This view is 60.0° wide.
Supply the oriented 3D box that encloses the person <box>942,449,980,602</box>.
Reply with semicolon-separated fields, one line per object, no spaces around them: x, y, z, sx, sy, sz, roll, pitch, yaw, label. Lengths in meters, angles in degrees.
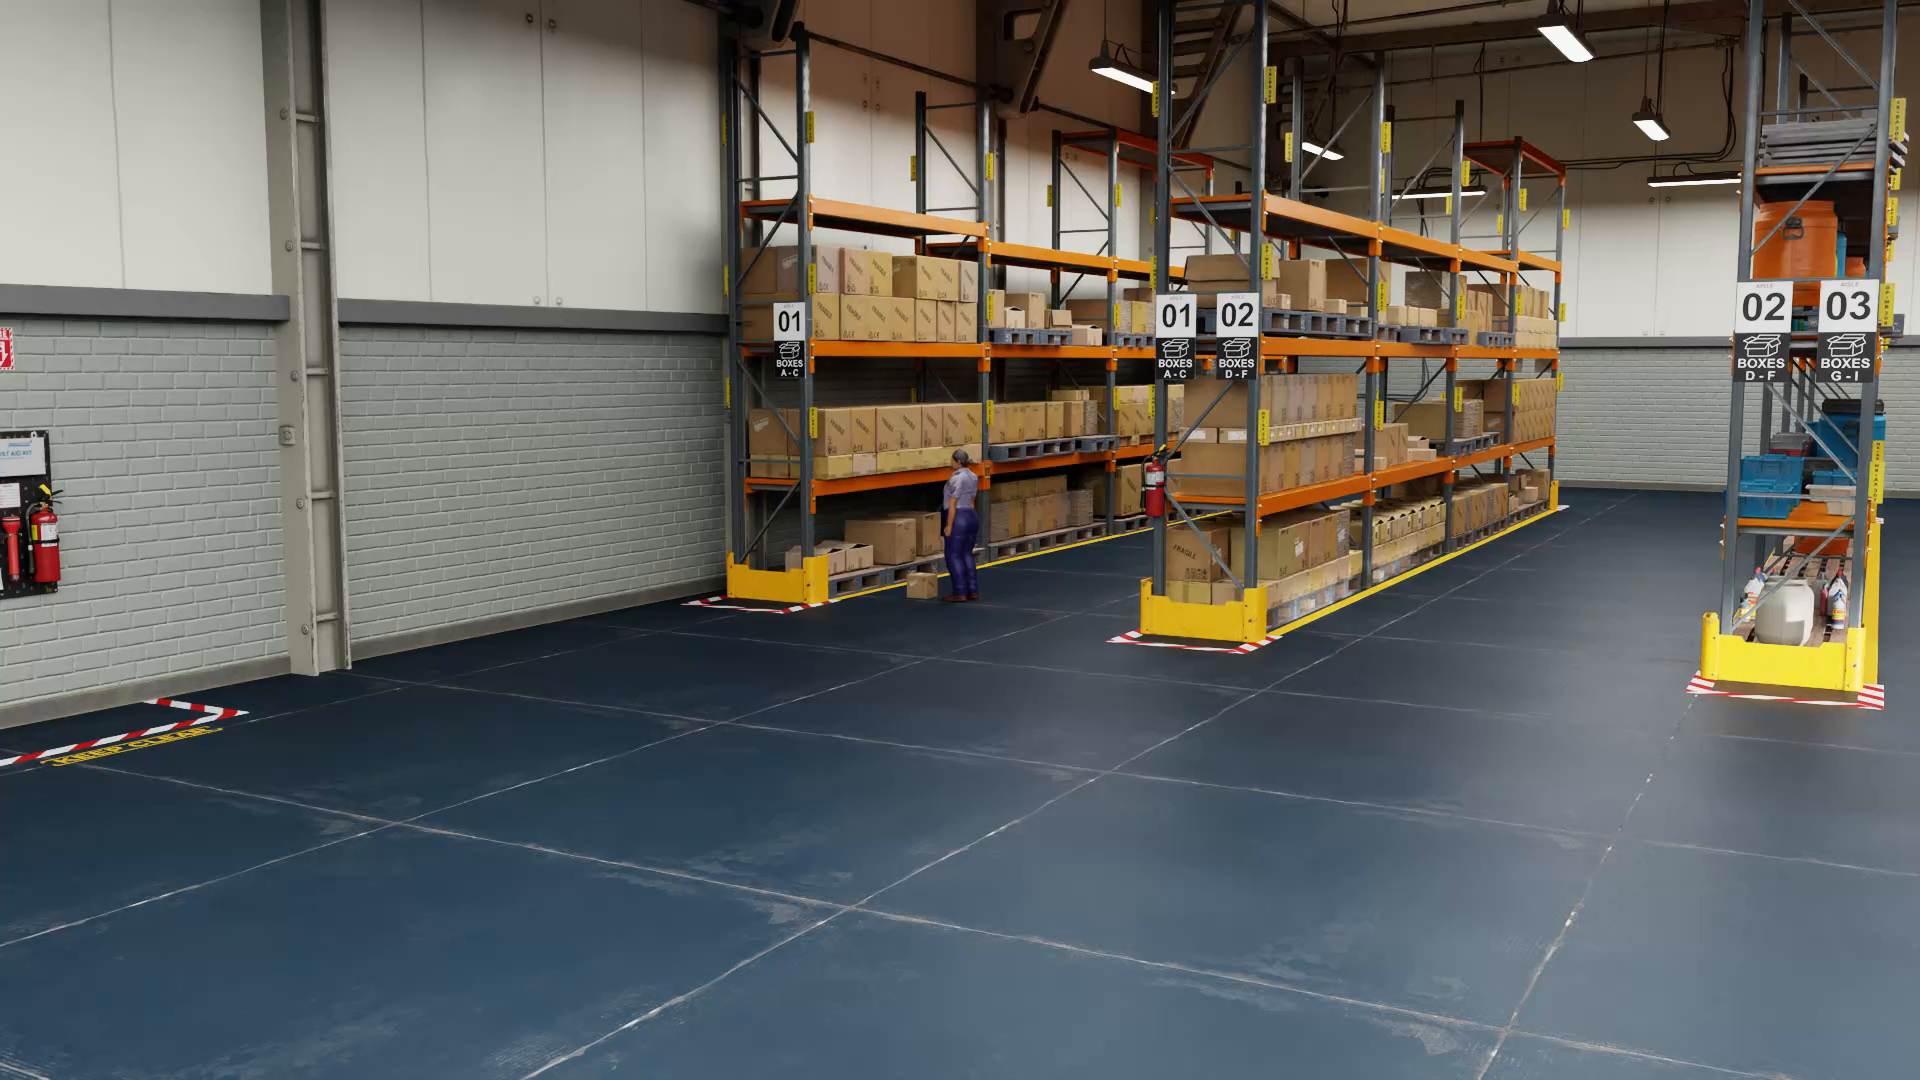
-0.005;-0.160;17.987;0.342;1.645;0.469;3;7;30;person
